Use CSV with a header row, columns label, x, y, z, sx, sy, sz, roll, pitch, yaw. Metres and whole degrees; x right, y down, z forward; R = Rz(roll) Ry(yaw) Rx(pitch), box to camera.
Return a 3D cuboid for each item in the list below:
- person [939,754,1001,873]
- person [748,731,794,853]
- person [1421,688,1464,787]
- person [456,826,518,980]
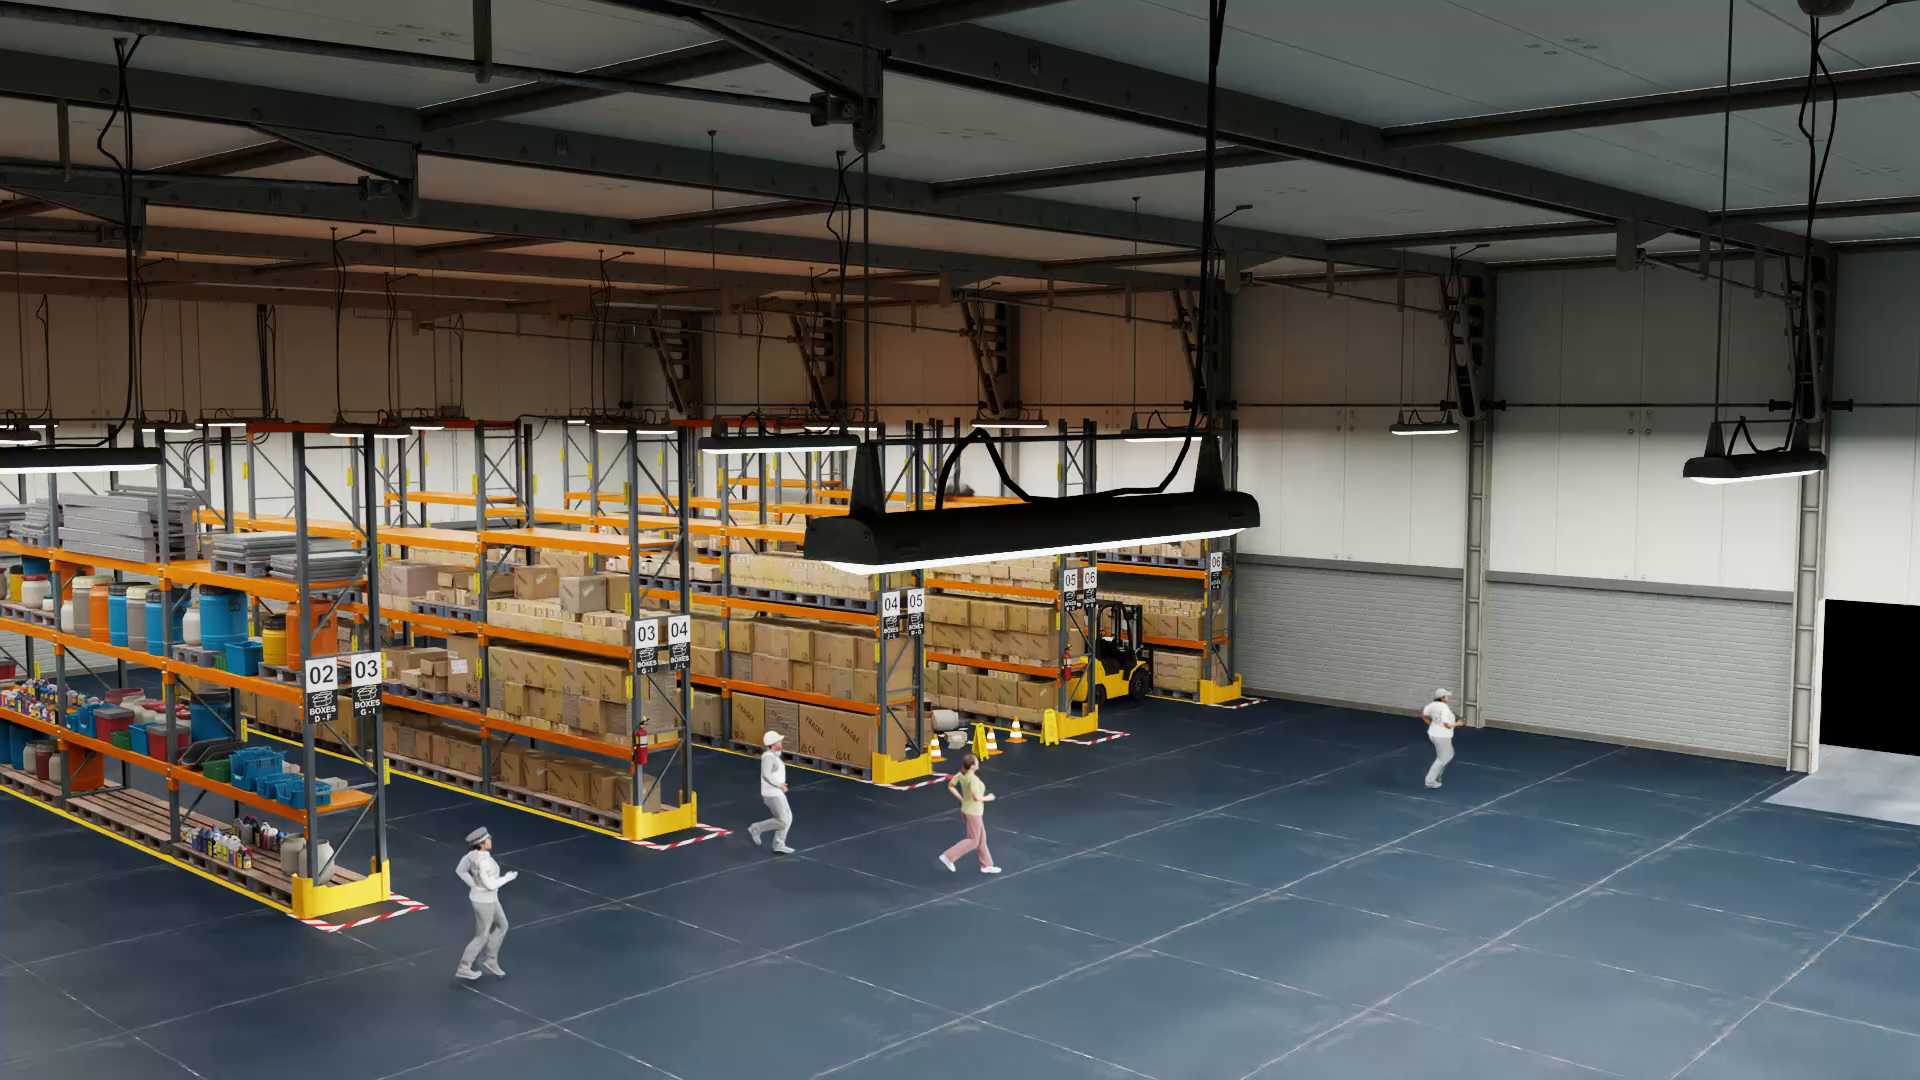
label,x,y,z,sx,sy,sz,roll,pitch,yaw
person,0.137,3.676,22.214,0.935,1.663,0.578,-2,5,-25
person,-2.663,3.560,23.448,0.642,1.742,0.697,0,5,-4
person,7.975,3.271,27.446,0.632,1.668,0.589,-1,5,-7
person,-5.210,3.996,18.259,0.684,1.734,0.592,-2,5,-24
